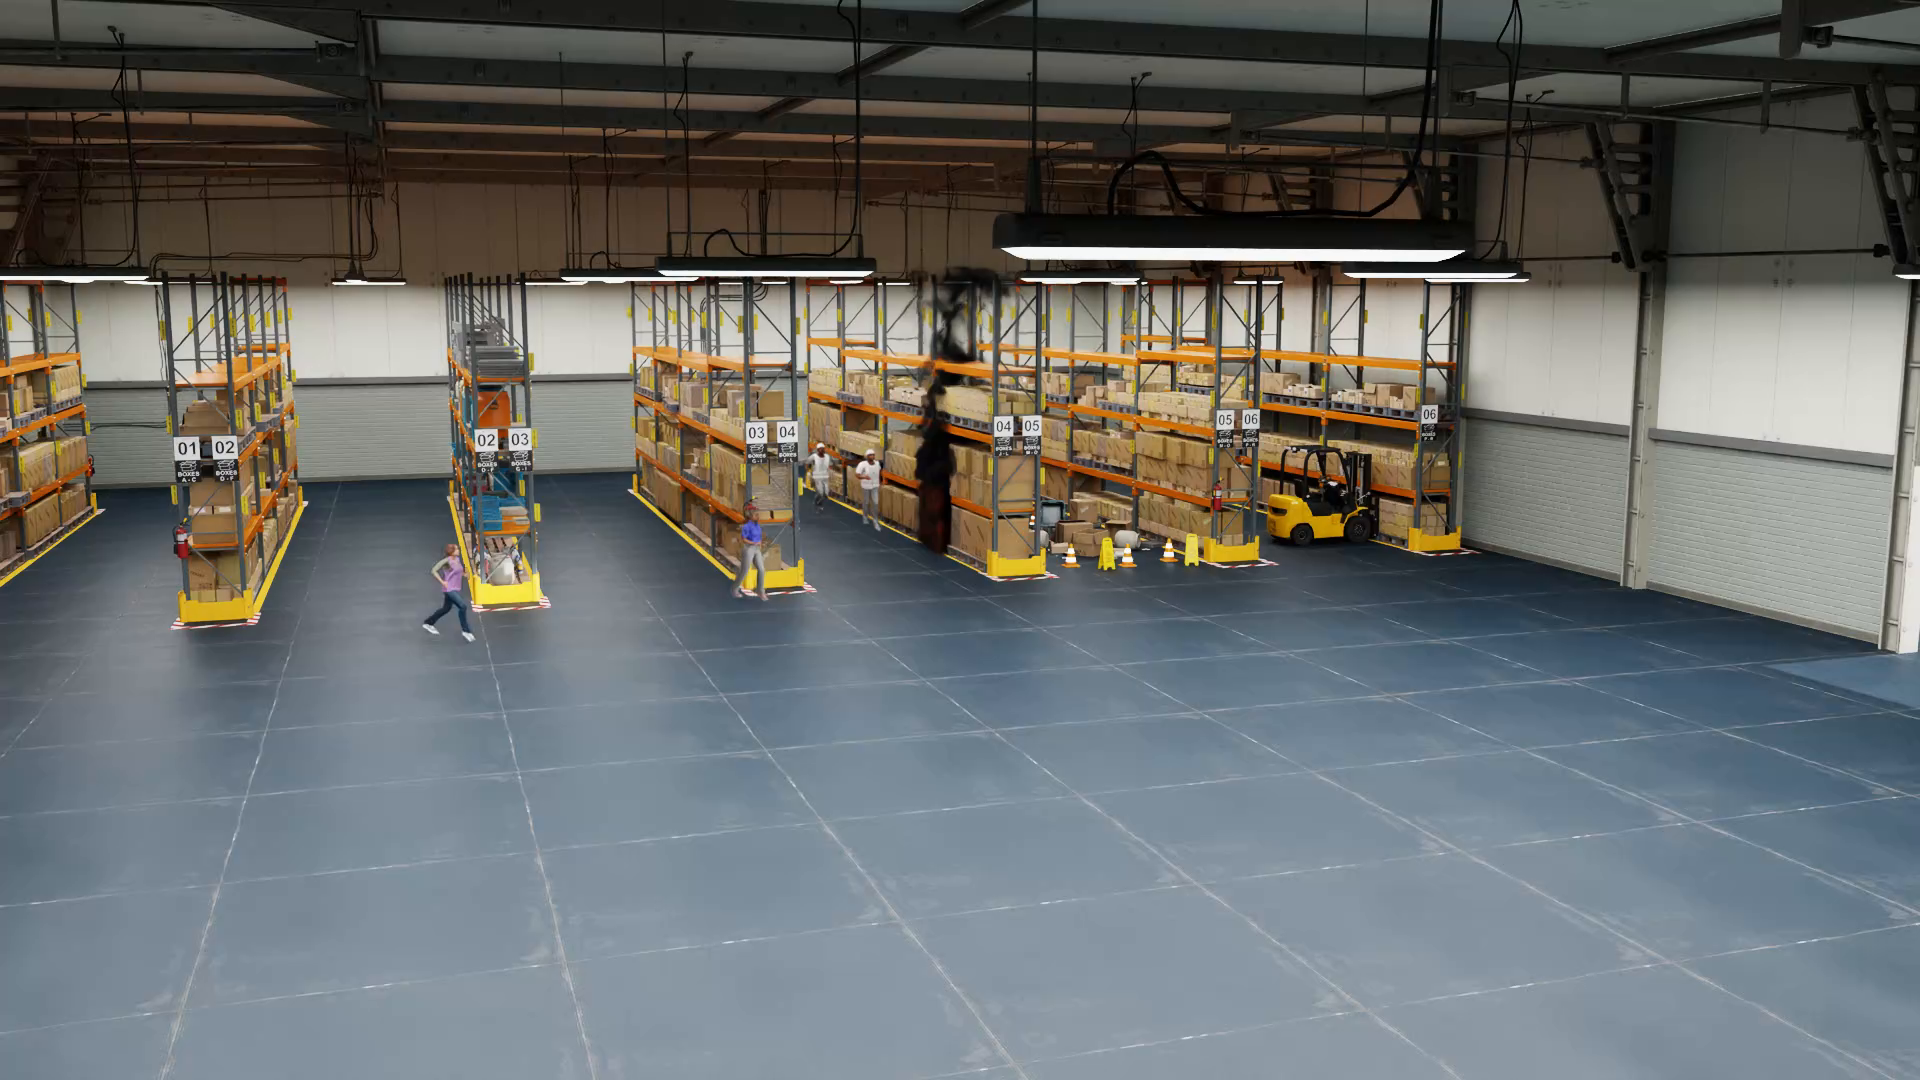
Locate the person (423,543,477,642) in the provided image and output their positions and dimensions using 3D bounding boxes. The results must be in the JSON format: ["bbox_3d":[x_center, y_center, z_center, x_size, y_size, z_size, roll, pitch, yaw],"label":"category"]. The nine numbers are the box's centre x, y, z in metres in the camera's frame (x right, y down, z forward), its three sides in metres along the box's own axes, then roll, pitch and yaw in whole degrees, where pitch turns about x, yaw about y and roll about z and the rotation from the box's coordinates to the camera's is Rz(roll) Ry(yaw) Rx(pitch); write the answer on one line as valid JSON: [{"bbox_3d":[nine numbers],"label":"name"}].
[{"bbox_3d":[-8.364,0.855,27.222,0.904,1.632,0.506,0,9,1],"label":"person"}]

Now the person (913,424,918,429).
[{"bbox_3d":[-1.407,-2.771,50.838,0.573,1.658,0.598,-3,9,-18],"label":"person"}]

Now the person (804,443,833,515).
[{"bbox_3d":[-3.396,-1.486,40.772,0.668,1.780,0.631,-5,10,-30],"label":"person"}]

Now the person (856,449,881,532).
[{"bbox_3d":[-2.065,-1.151,38.070,0.676,1.872,0.746,-3,9,-19],"label":"person"}]

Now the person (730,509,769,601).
[{"bbox_3d":[-3.859,0.282,30.802,0.768,1.701,0.606,6,10,33],"label":"person"}]
